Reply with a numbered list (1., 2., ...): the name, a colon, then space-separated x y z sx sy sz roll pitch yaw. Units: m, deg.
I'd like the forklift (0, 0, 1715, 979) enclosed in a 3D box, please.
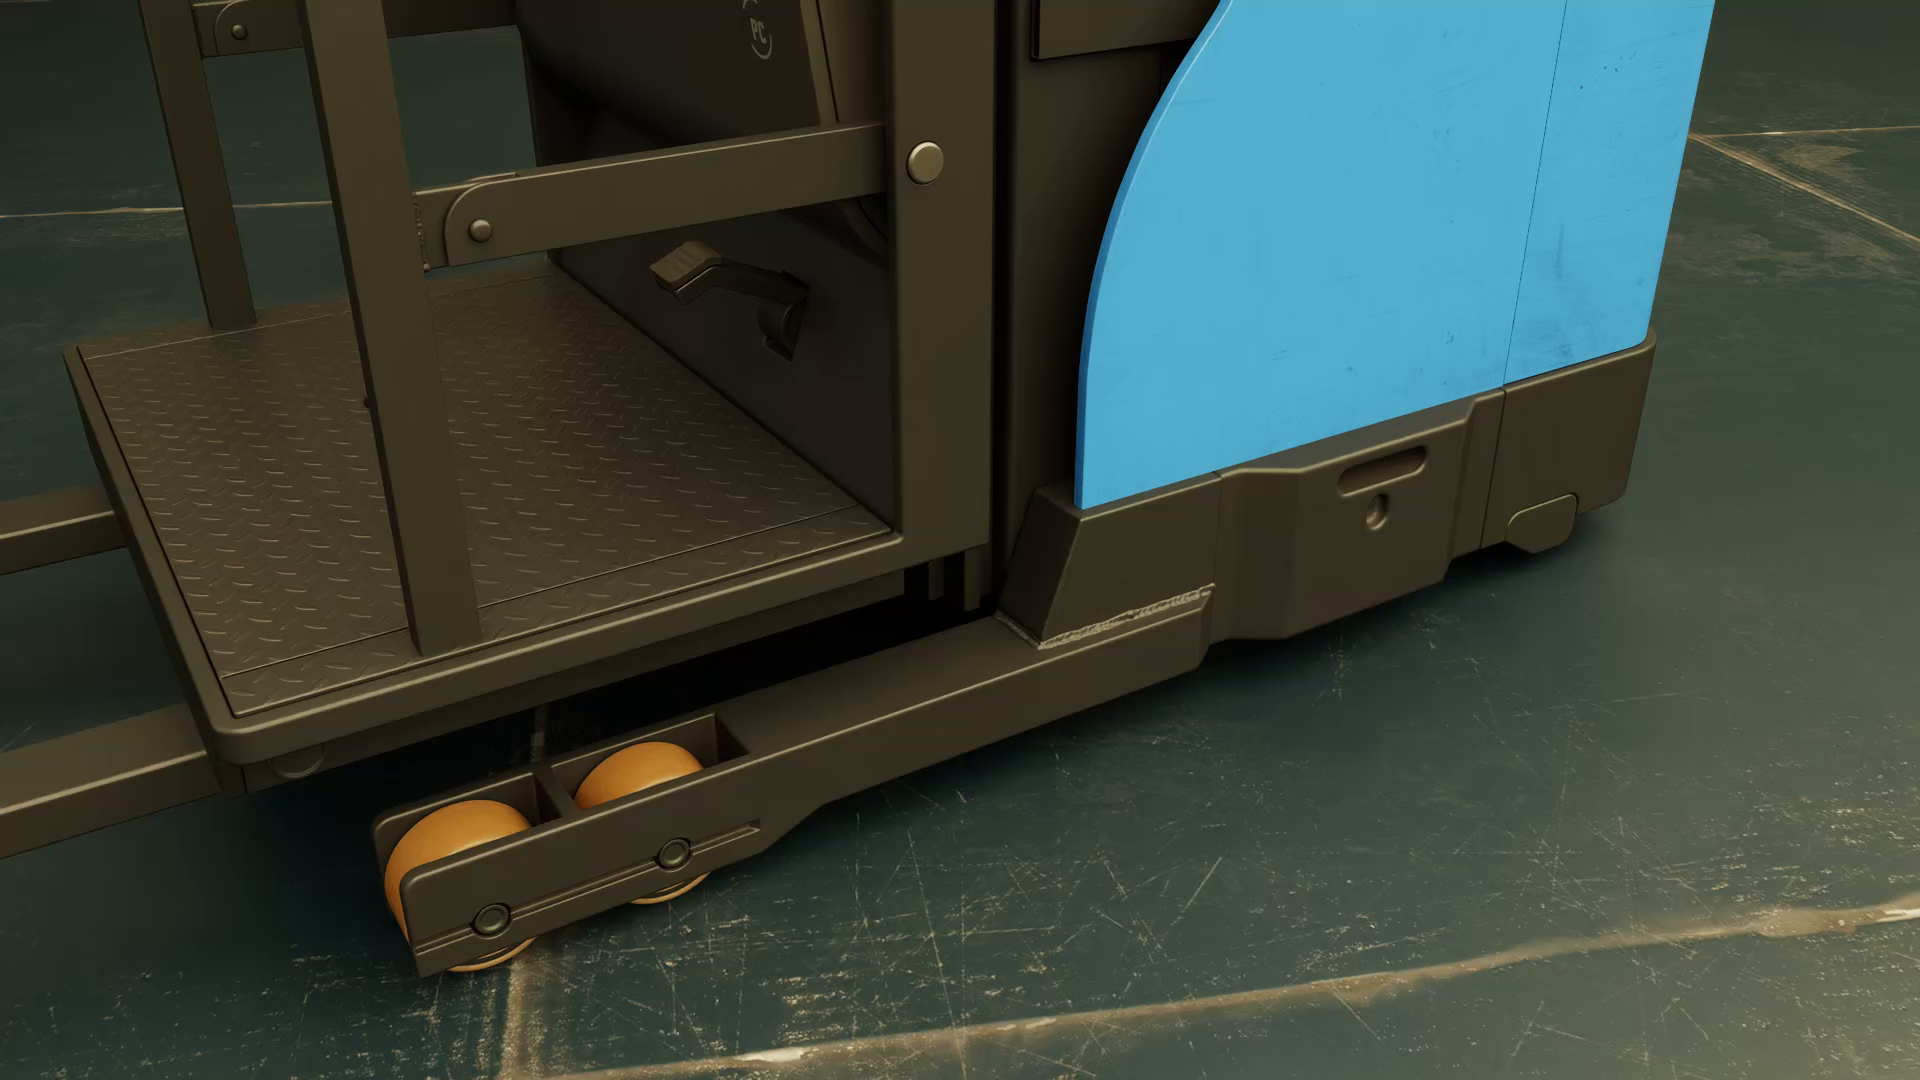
1. forklift: -0.516 -1.144 1.529 3.031 2.935 1.130 -16 32 -28
